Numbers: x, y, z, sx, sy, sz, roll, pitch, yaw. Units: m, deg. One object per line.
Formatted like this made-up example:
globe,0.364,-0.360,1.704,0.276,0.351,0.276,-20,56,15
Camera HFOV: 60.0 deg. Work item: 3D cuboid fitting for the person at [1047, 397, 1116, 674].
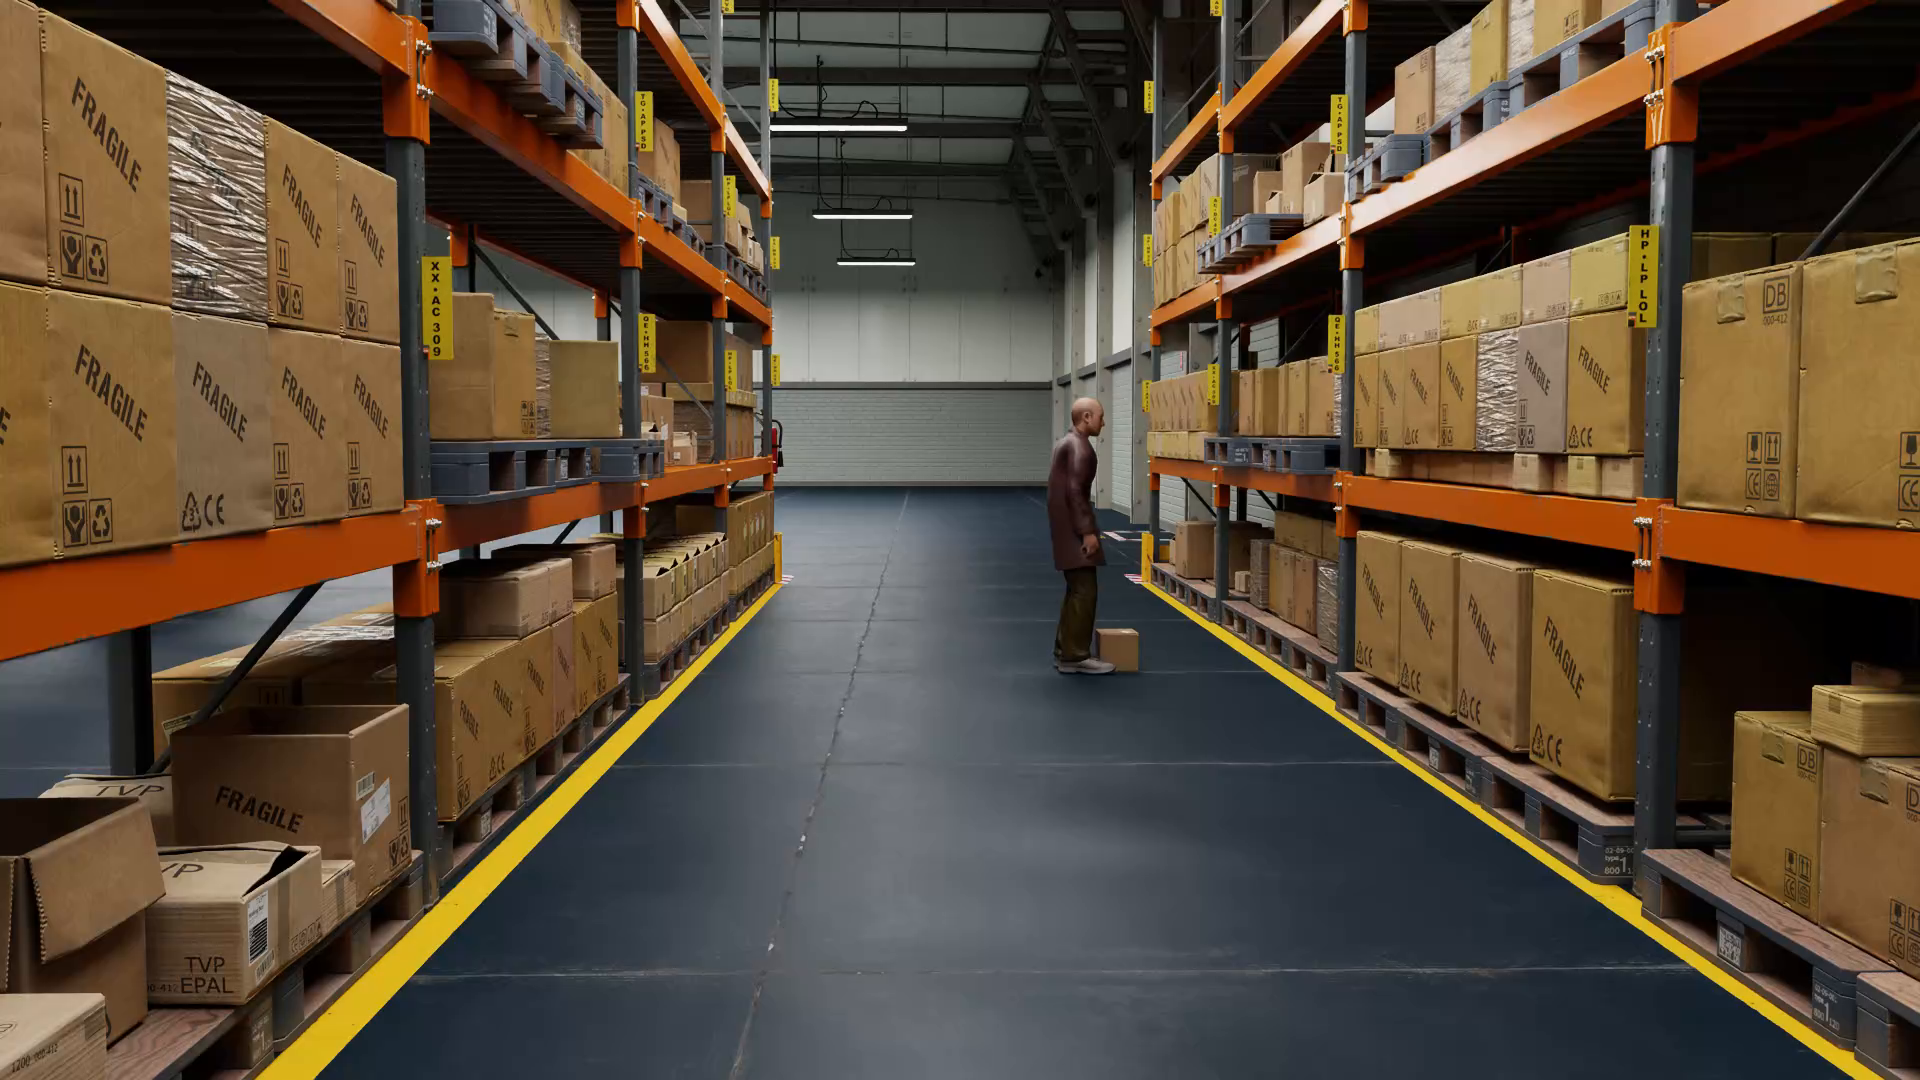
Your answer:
person,0.779,-0.040,10.818,0.426,1.774,0.644,0,4,-1
